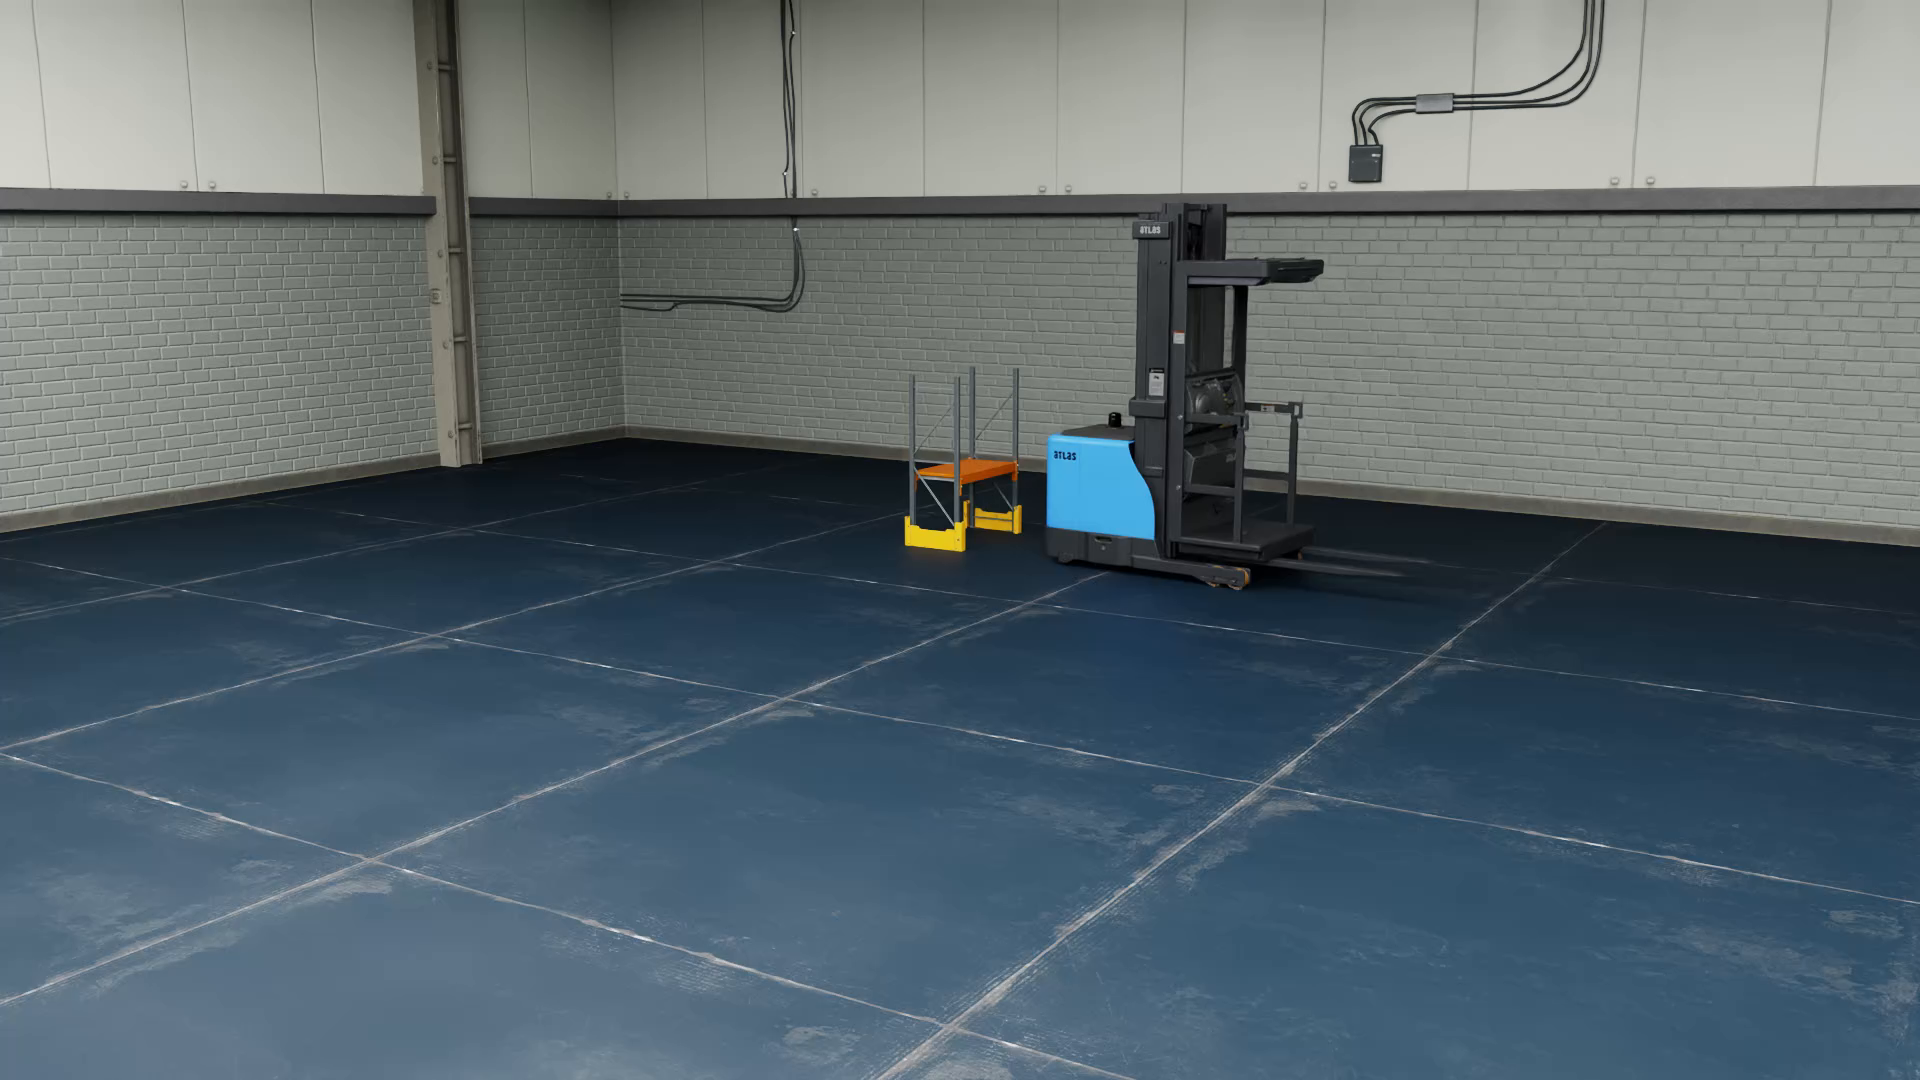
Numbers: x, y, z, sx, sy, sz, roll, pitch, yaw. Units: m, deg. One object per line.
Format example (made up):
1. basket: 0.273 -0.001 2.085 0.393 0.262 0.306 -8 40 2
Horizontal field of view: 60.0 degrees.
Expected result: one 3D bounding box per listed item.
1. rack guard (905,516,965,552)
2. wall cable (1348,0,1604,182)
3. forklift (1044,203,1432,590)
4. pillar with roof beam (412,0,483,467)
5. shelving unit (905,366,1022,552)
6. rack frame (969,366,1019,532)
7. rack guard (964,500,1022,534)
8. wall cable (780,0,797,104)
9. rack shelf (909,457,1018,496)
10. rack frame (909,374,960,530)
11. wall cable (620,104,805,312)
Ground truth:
1. rack guard: -0.219 -0.057 14.491 0.587 0.250 0.087 6 12 31
2. wall cable: 4.870 -6.417 15.448 2.305 6.003 0.169 6 12 31
3. forklift: 2.202 -1.168 13.141 3.031 2.935 1.130 7 13 34
4. pillar with roof beam: -2.216 -4.906 16.622 9.100 9.000 0.400 6 12 31
5. shelving unit: 0.040 -0.749 14.795 0.587 1.500 1.083 6 12 31
6. rack frame: 0.308 -0.831 15.229 0.500 1.500 0.032 6 12 31
7. rack guard: 0.298 -0.213 15.328 0.587 0.250 0.087 6 12 31
8. wall cable: -0.923 -6.352 19.059 3.097 2.526 0.112 6 12 31
9. rack shelf: 0.044 -0.574 14.835 0.538 0.185 1.000 6 12 31
10. rack frame: -0.220 -0.671 14.375 0.500 1.500 0.032 6 12 31
11. wall cable: -3.235 -4.128 20.905 3.097 2.526 0.112 6 12 31
